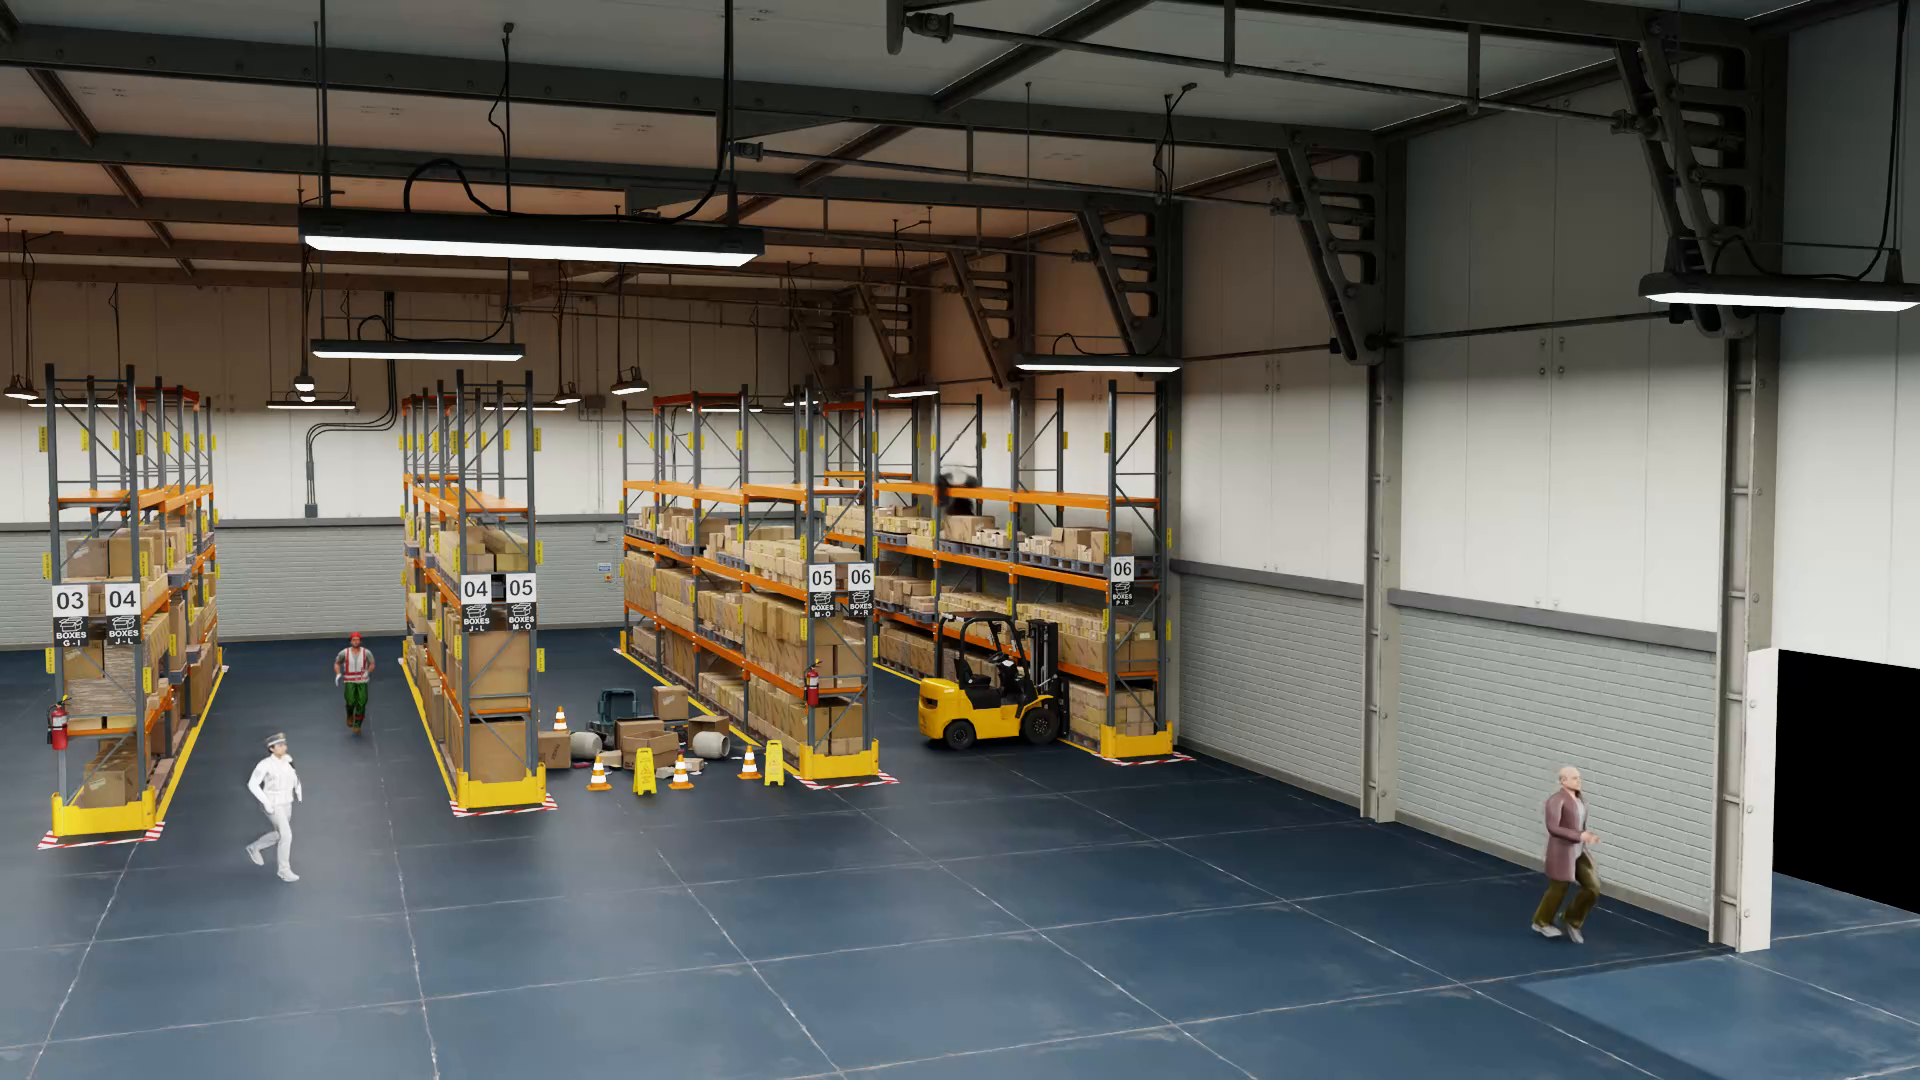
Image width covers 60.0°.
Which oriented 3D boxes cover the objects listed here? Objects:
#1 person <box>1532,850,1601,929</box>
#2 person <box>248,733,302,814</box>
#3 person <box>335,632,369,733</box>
[{"bbox_3d":[6.052,3.431,16.651,0.385,0.961,0.636,-2,4,-34],"label":"person"},{"bbox_3d":[-7.809,2.650,19.087,0.398,0.894,0.622,1,4,20],"label":"person"},{"bbox_3d":[-10.432,2.457,28.562,0.549,1.741,0.575,-2,4,-24],"label":"person"}]
